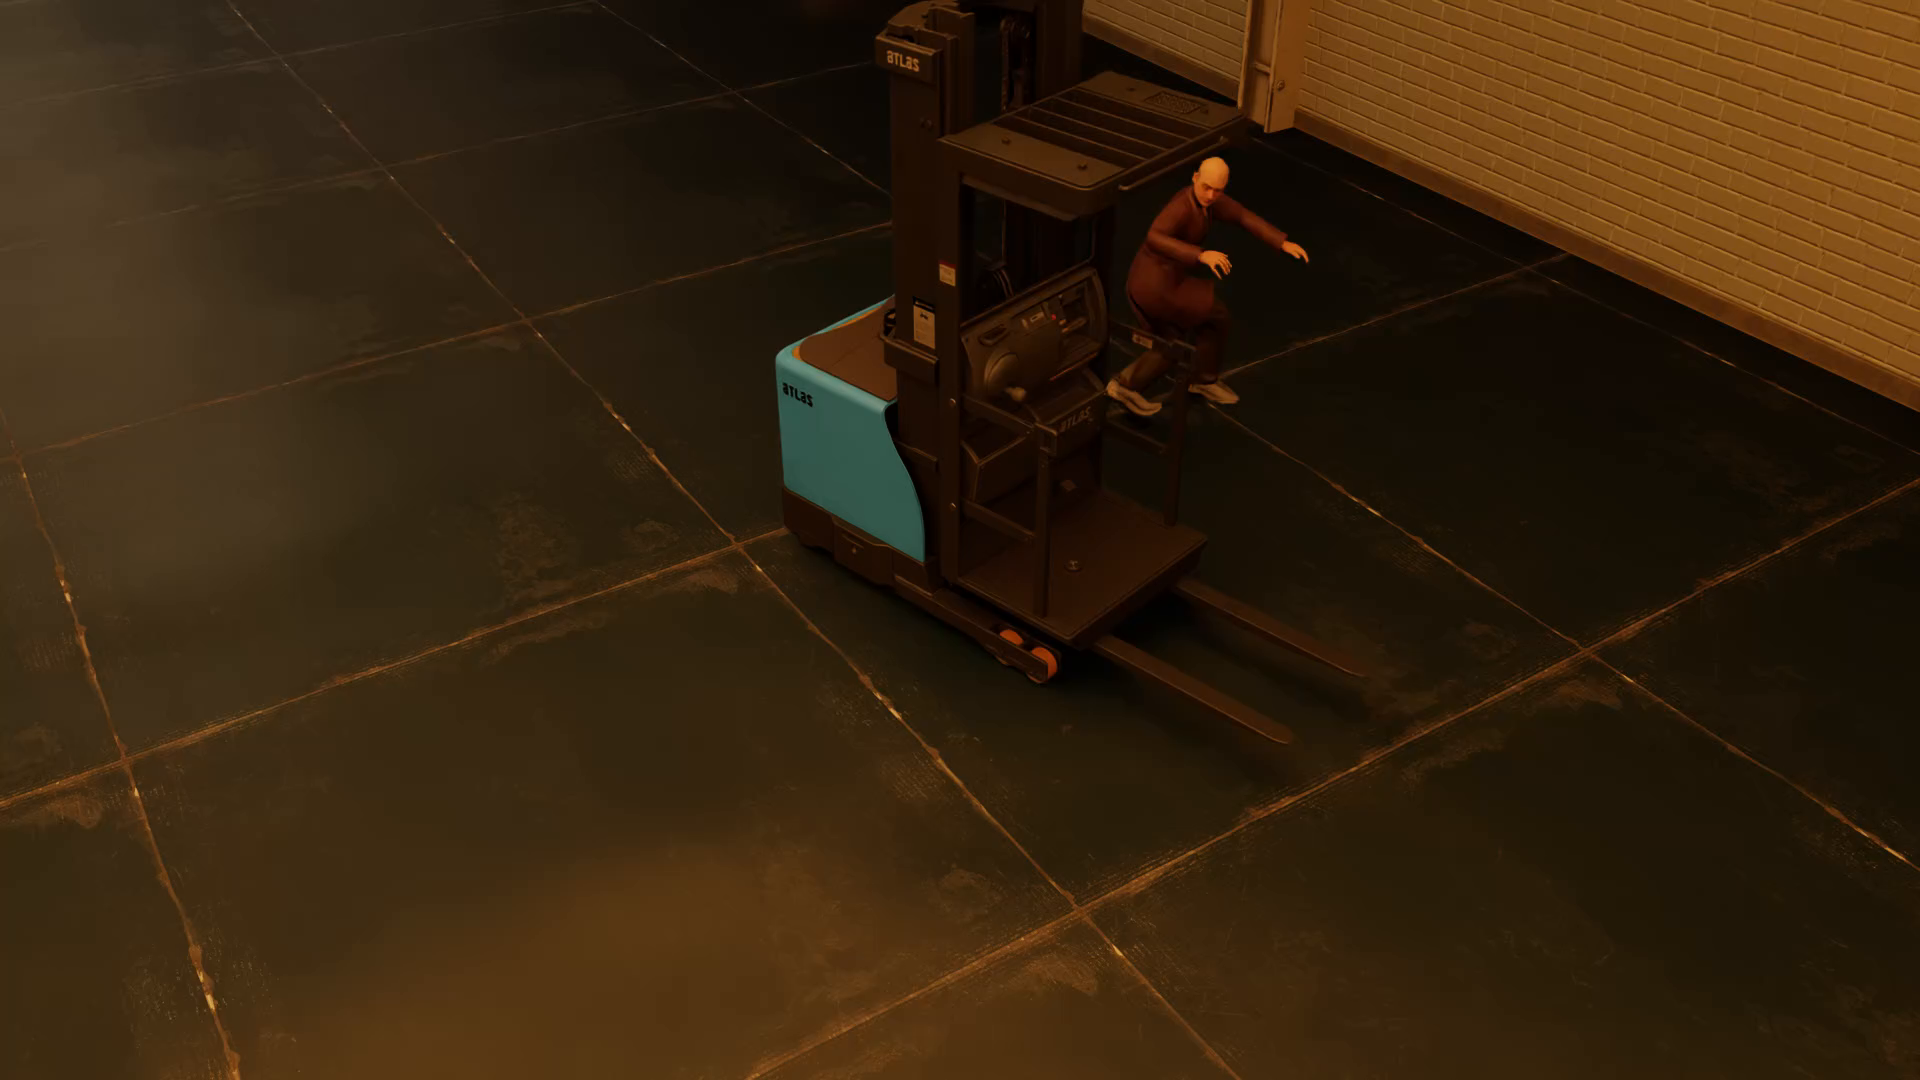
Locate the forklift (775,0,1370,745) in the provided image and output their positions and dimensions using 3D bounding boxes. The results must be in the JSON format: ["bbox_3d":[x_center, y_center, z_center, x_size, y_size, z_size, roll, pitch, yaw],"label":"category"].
[{"bbox_3d":[0.502,-0.875,7.392,3.031,2.935,1.130,28,44,33],"label":"forklift"}]

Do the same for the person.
[{"bbox_3d":[1.399,-1.373,9.364,1.203,1.531,0.917,-3,35,-4],"label":"person"}]
